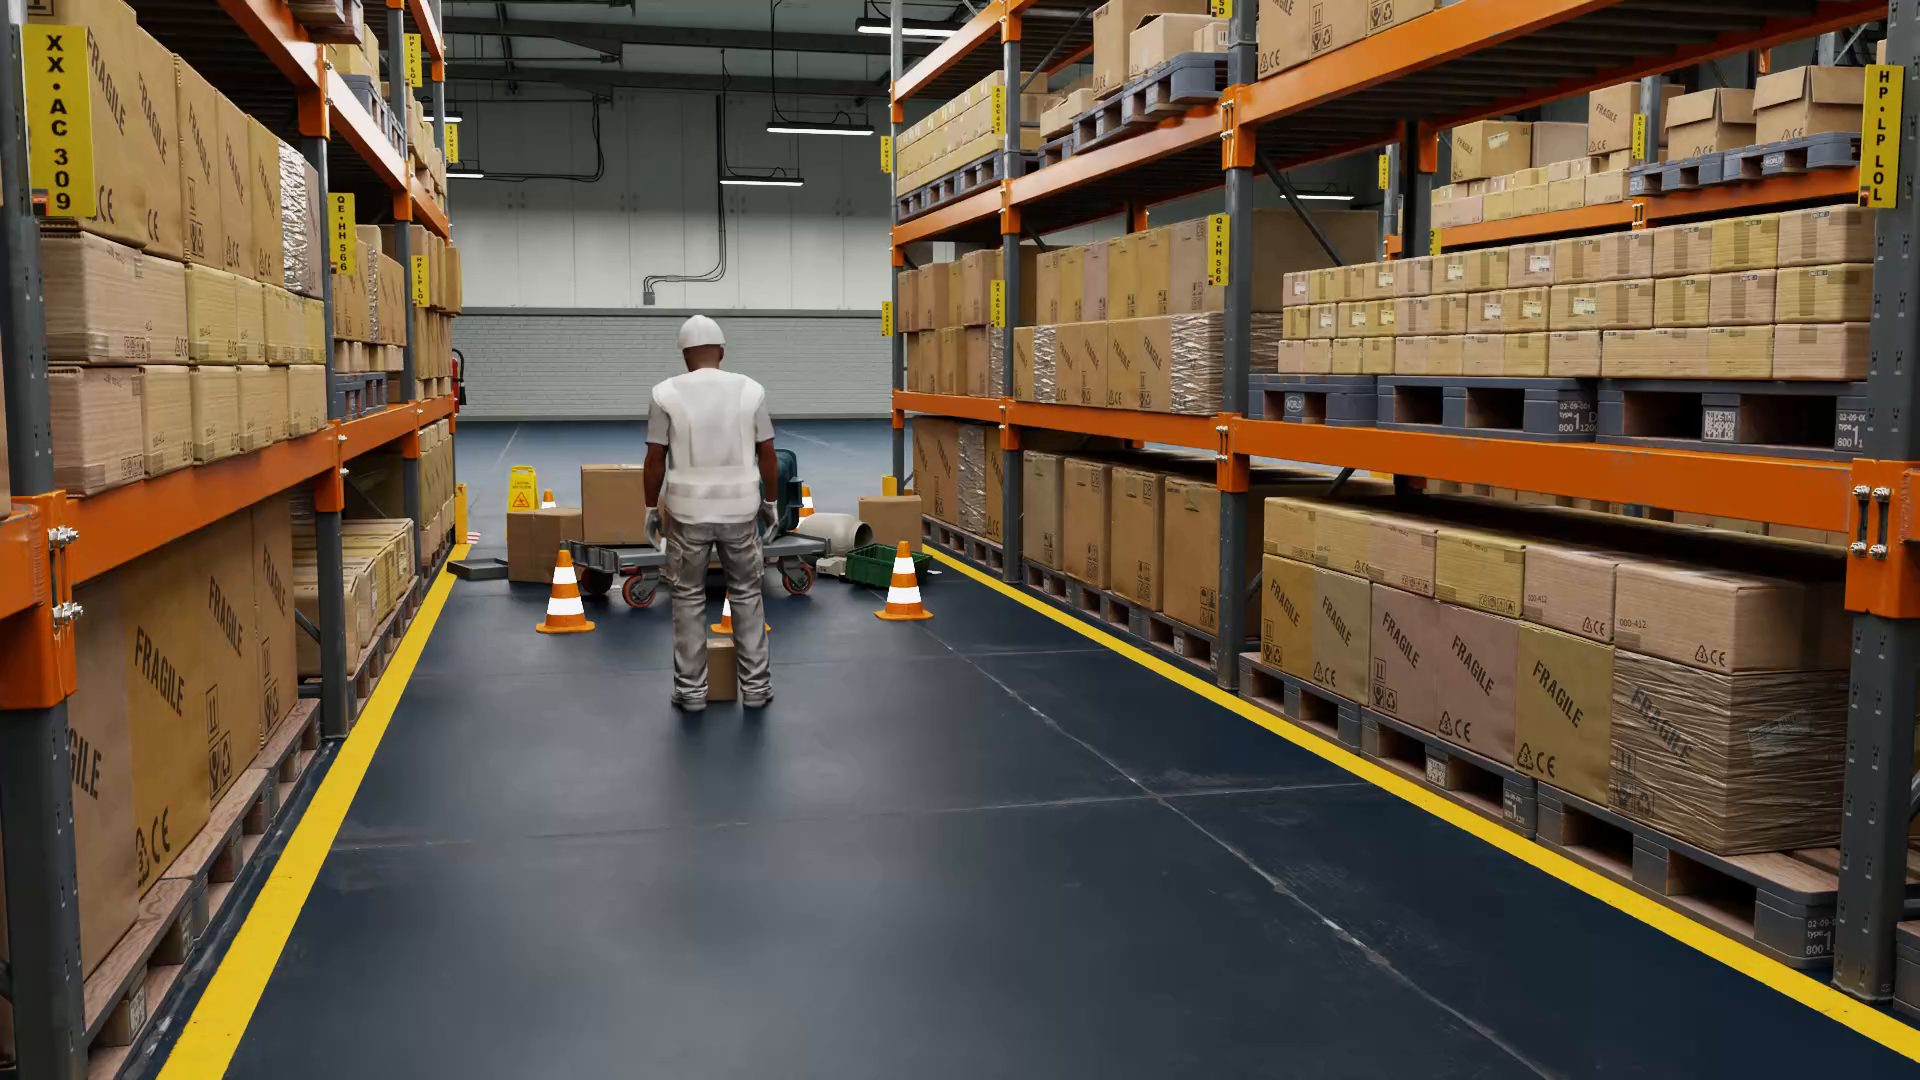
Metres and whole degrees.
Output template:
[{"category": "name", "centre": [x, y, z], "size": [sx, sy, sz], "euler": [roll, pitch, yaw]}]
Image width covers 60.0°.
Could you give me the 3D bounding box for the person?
[{"category": "person", "centre": [-1.122, -0.123, 7.514], "size": [0.616, 1.772, 0.452], "euler": [-2, 6, -16]}]
